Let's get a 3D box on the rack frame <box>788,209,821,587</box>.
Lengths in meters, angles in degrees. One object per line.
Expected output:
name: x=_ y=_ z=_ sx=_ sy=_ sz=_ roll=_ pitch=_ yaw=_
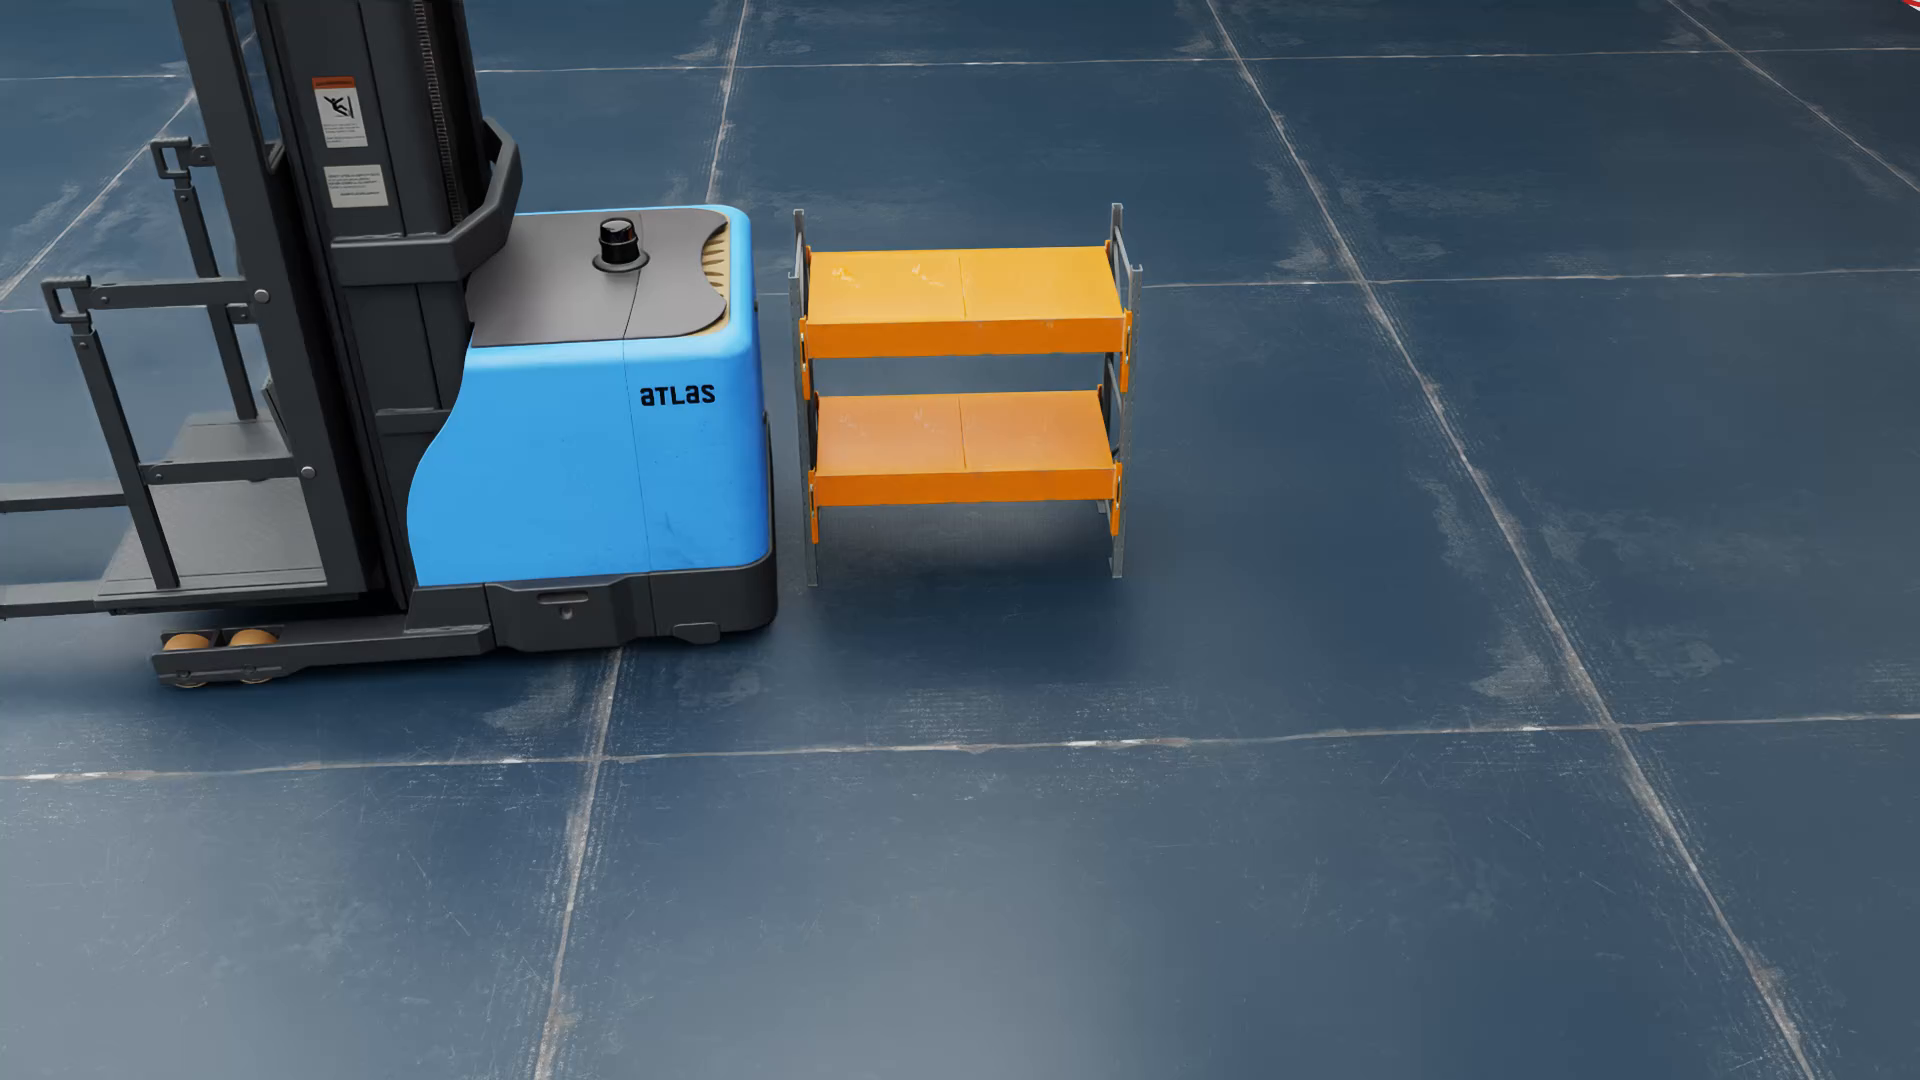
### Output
rack frame: x=-0.501 y=-0.449 z=5.410 sx=0.032 sy=1.125 sz=0.500 roll=-2 pitch=35 yaw=-2

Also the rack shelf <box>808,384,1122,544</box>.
rack shelf: x=0.007 y=-0.262 z=5.569 sx=1.000 sy=0.278 sz=0.538 roll=-2 pitch=35 yaw=-2

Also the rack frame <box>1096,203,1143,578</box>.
rack frame: x=0.515 y=-0.476 z=5.450 sx=0.032 sy=1.125 sz=0.500 roll=-2 pitch=35 yaw=-2

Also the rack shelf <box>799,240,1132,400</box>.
rack shelf: x=0.007 y=-0.703 z=5.264 sx=1.000 sy=0.278 sz=0.538 roll=-2 pitch=35 yaw=-2

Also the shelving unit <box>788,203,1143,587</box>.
shelving unit: x=0.007 y=-0.463 z=5.430 sx=1.048 sy=1.125 sz=0.538 roll=-2 pitch=35 yaw=-2

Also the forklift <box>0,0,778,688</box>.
forklift: x=-2.134 y=-1.070 z=4.721 sx=3.031 sy=2.935 sz=1.130 roll=-4 pitch=35 yaw=-5
